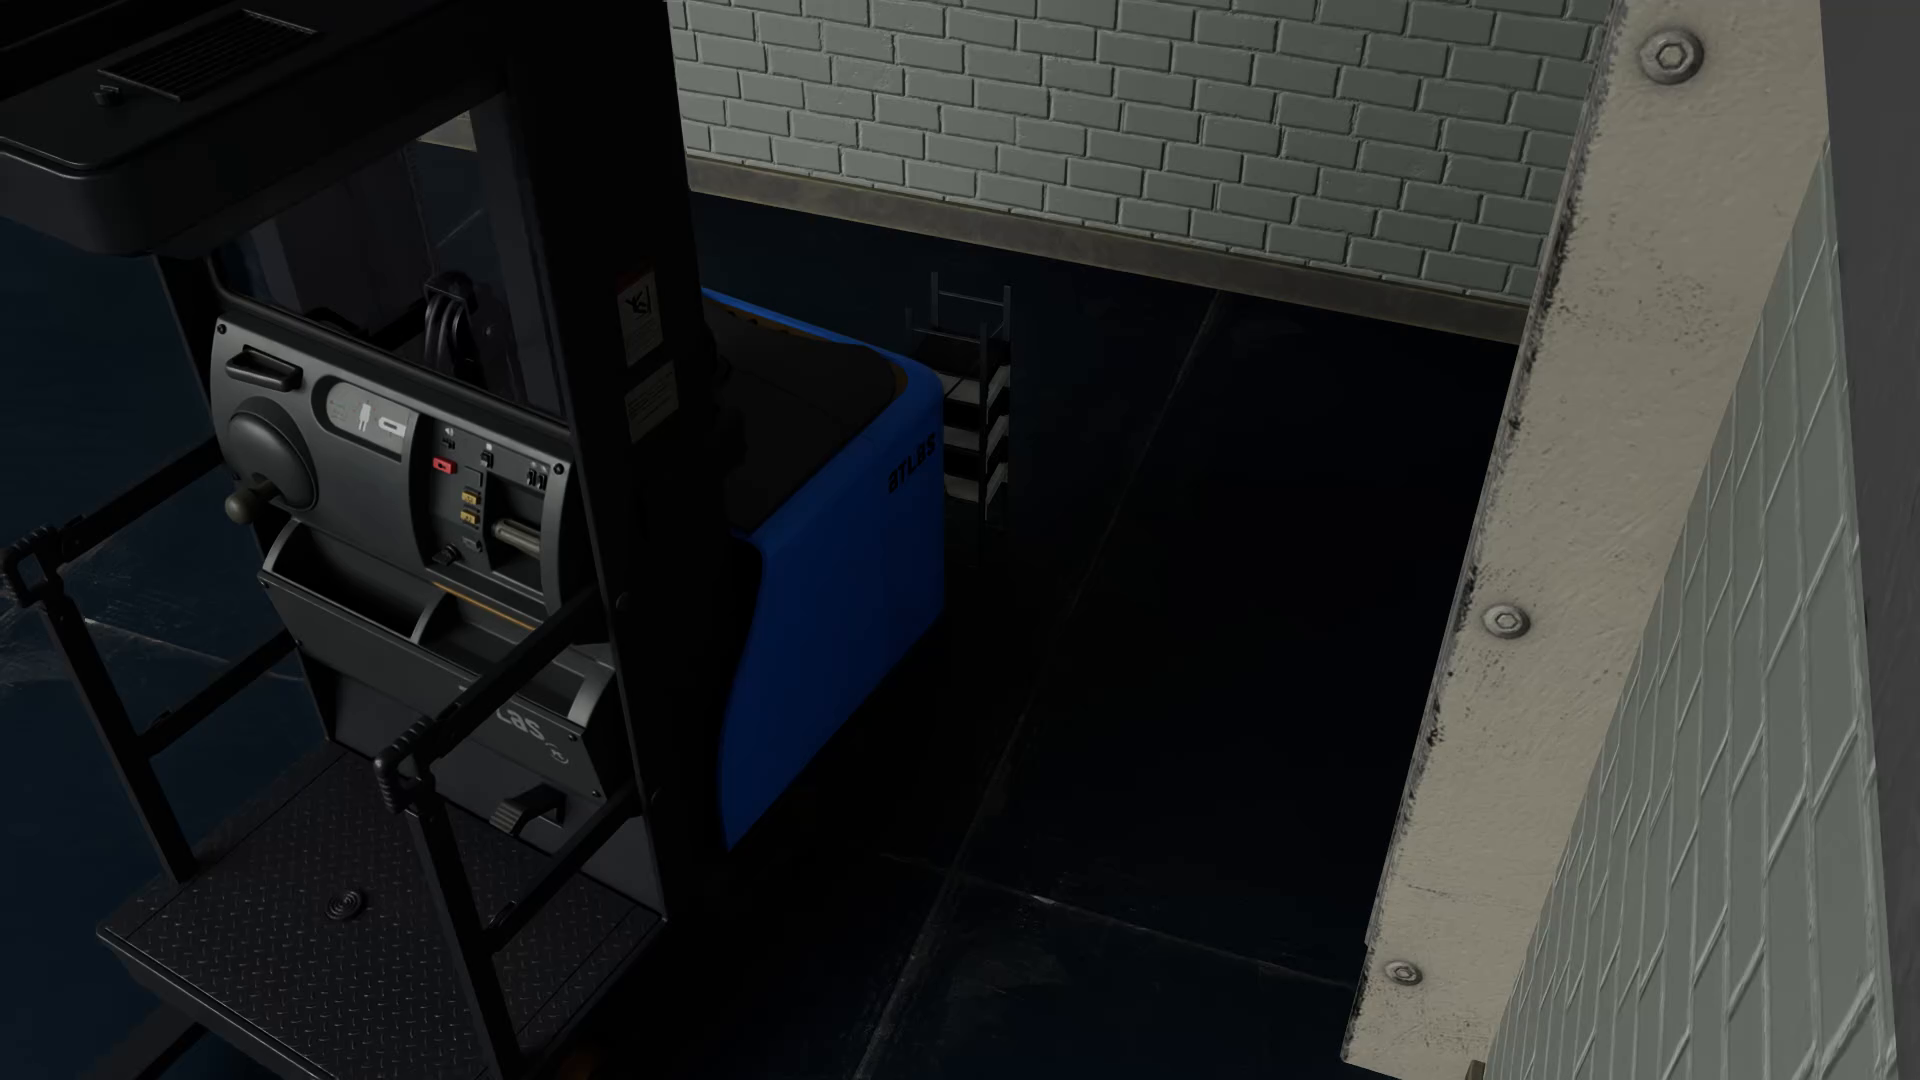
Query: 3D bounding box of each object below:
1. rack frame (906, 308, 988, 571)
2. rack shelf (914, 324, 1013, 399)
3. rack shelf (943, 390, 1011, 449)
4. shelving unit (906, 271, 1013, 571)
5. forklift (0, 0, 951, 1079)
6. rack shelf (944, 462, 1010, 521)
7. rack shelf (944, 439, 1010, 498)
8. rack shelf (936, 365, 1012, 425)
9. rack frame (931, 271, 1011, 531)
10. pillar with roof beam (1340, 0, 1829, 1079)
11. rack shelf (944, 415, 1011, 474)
[{"bbox_3d":[-0.038,-0.275,4.879,0.240,0.900,0.006,13,42,15],"label":"rack frame"},{"bbox_3d":[-0.003,-0.517,4.799,0.258,0.077,0.200,13,42,15],"label":"rack shelf"},{"bbox_3d":[-0.003,-0.381,4.915,0.258,0.077,0.200,13,42,15],"label":"rack shelf"},{"bbox_3d":[-0.003,-0.337,4.952,0.258,0.900,0.210,13,42,15],"label":"shelving unit"},{"bbox_3d":[-1.215,-0.062,3.064,1.130,2.935,3.031,21,45,23],"label":"forklift"},{"bbox_3d":[-0.003,-0.175,5.091,0.258,0.077,0.200,13,42,15],"label":"rack shelf"},{"bbox_3d":[-0.003,-0.244,5.032,0.258,0.077,0.200,13,42,15],"label":"rack shelf"},{"bbox_3d":[-0.003,-0.449,4.857,0.258,0.077,0.200,13,42,15],"label":"rack shelf"},{"bbox_3d":[0.032,-0.399,5.025,0.240,0.900,0.006,13,42,15],"label":"rack frame"},{"bbox_3d":[-2.956,-3.264,2.143,9.100,9.000,0.400,13,42,15],"label":"pillar with roof beam"},{"bbox_3d":[-0.003,-0.312,4.974,0.258,0.077,0.200,13,42,15],"label":"rack shelf"}]
